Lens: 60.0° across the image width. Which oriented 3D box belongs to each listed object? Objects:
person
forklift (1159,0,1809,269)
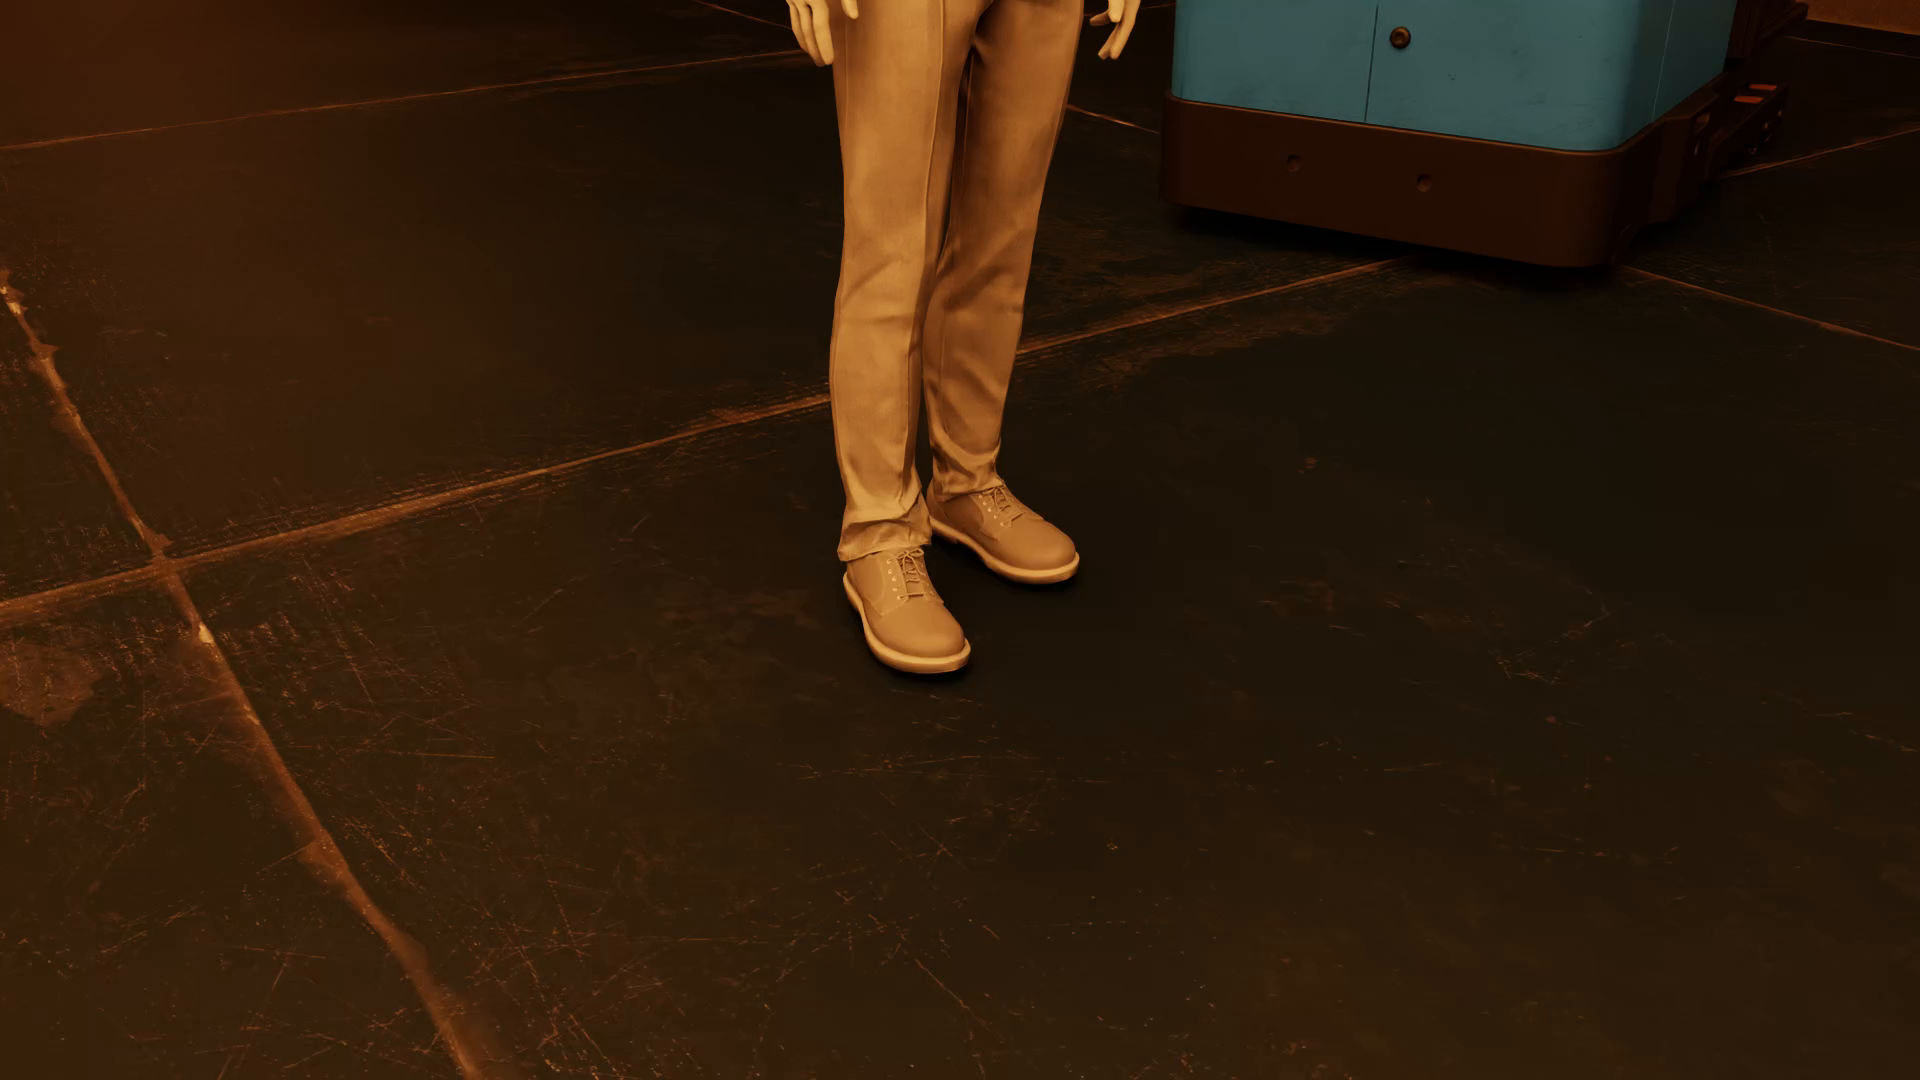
[{"bbox_3d":[0.026,-0.735,2.059,0.568,1.694,0.531,-17,31,-31],"label":"person"},{"bbox_3d":[1.720,-2.488,4.191,1.130,2.935,3.031,17,31,30],"label":"forklift"}]
